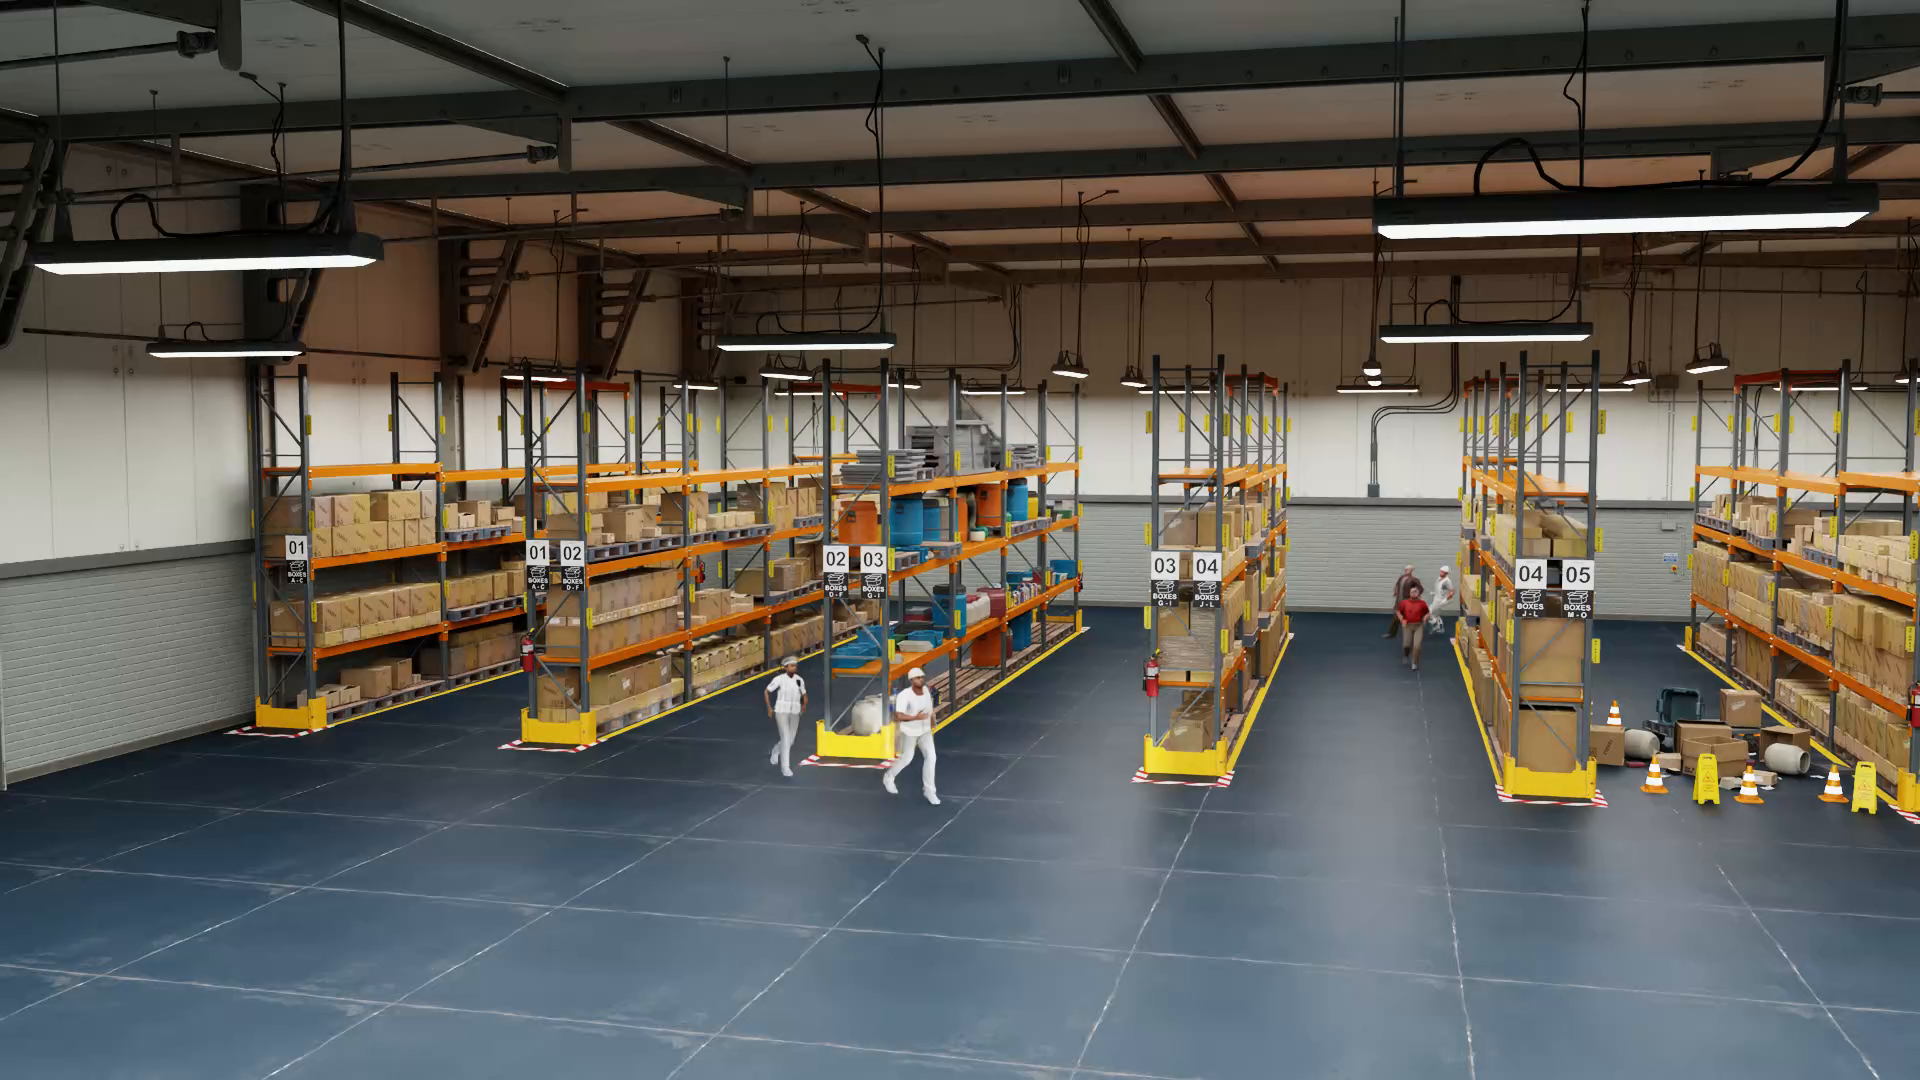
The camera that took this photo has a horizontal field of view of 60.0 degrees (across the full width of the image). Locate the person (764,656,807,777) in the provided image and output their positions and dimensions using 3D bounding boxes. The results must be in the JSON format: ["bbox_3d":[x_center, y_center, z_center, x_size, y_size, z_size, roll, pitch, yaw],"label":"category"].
[{"bbox_3d":[-2.481,2.524,24.051,0.622,1.683,0.733,-2,5,-29],"label":"person"}]

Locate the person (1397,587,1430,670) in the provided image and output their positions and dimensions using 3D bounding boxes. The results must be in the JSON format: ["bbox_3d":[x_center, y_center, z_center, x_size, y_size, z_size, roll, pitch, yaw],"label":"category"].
[{"bbox_3d":[9.296,1.811,34.090,0.660,1.673,0.622,1,4,11],"label":"person"}]

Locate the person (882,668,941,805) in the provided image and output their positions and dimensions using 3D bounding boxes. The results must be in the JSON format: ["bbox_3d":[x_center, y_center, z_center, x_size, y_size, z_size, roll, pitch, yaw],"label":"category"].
[{"bbox_3d":[-0.620,2.591,22.206,0.713,1.812,0.935,-3,5,-39],"label":"person"}]

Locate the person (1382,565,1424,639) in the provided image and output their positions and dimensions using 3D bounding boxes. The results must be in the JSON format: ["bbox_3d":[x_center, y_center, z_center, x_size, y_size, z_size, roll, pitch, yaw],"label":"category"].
[{"bbox_3d":[10.402,1.445,38.869,0.998,1.729,0.773,-2,4,-28],"label":"person"}]

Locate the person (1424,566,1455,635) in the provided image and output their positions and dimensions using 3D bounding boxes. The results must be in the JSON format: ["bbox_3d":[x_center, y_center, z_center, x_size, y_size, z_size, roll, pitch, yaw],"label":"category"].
[{"bbox_3d":[11.364,1.439,39.489,0.655,1.687,0.759,1,4,11],"label":"person"}]
